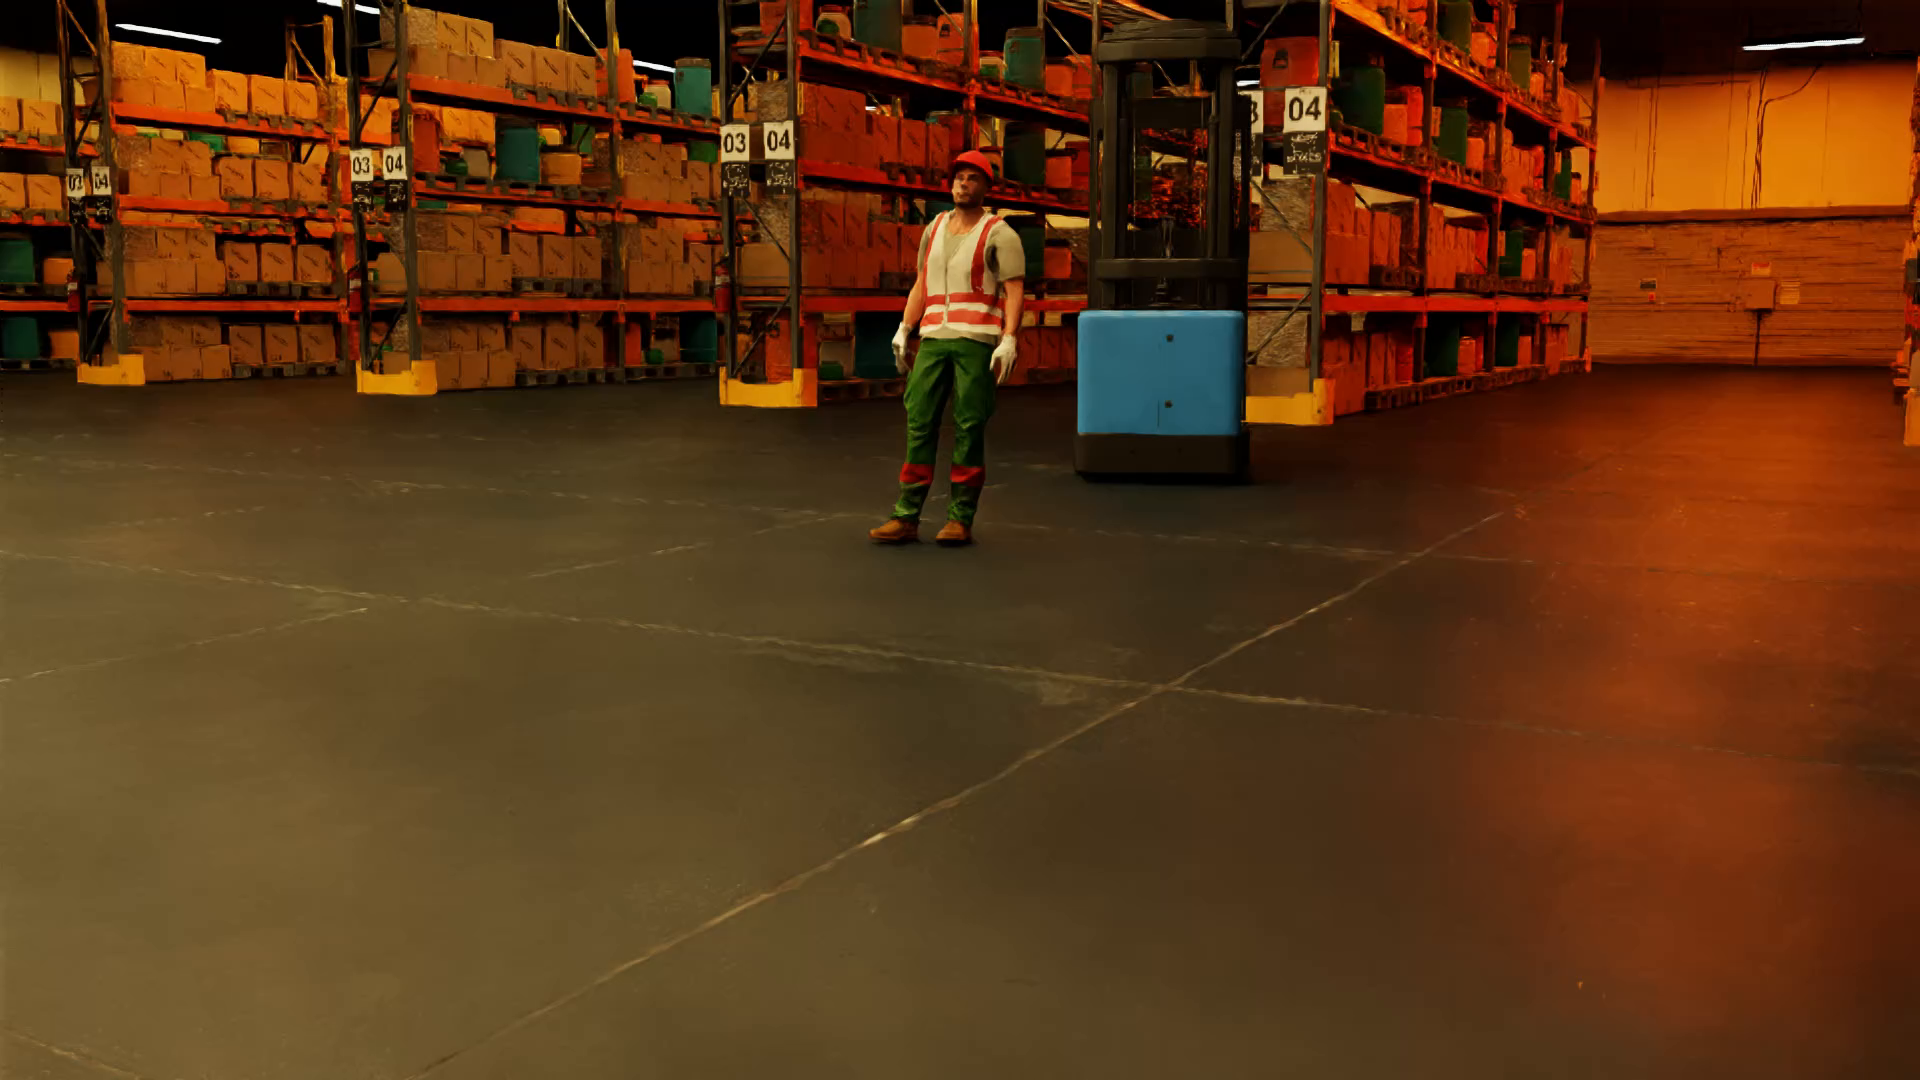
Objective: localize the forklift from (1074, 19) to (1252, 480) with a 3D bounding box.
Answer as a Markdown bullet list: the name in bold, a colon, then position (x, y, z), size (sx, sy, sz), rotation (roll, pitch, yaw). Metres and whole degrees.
- **forklift**: position (1.460, -2.002, 11.597), size (1.130, 2.935, 3.031), rotation (1, 8, 9)

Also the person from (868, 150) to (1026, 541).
- **person**: position (-0.048, -0.884, 7.626), size (0.637, 1.787, 0.563), rotation (4, 9, 29)
